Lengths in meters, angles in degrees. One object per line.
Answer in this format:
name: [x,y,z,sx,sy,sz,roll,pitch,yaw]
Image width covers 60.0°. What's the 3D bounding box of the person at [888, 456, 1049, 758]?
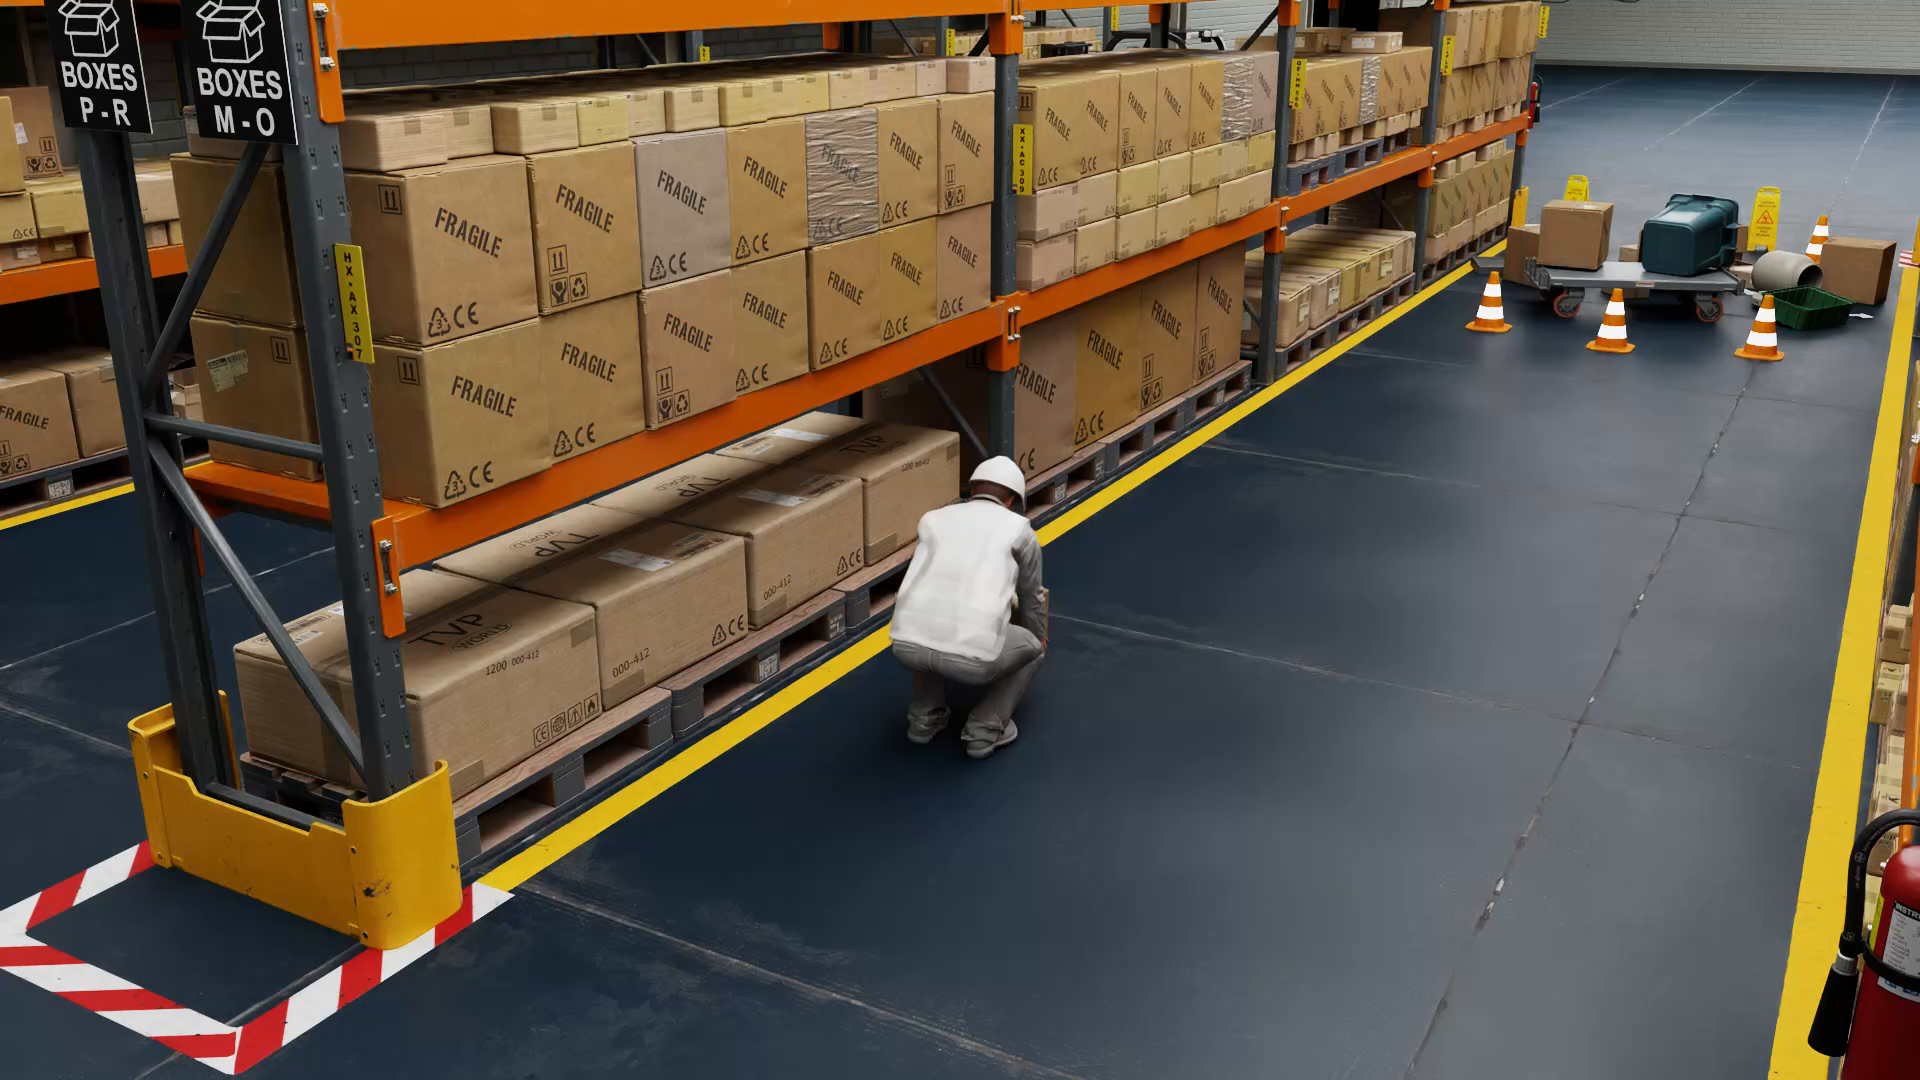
person: [0.049,0.256,6.450,0.522,1.024,0.861,10,21,26]
